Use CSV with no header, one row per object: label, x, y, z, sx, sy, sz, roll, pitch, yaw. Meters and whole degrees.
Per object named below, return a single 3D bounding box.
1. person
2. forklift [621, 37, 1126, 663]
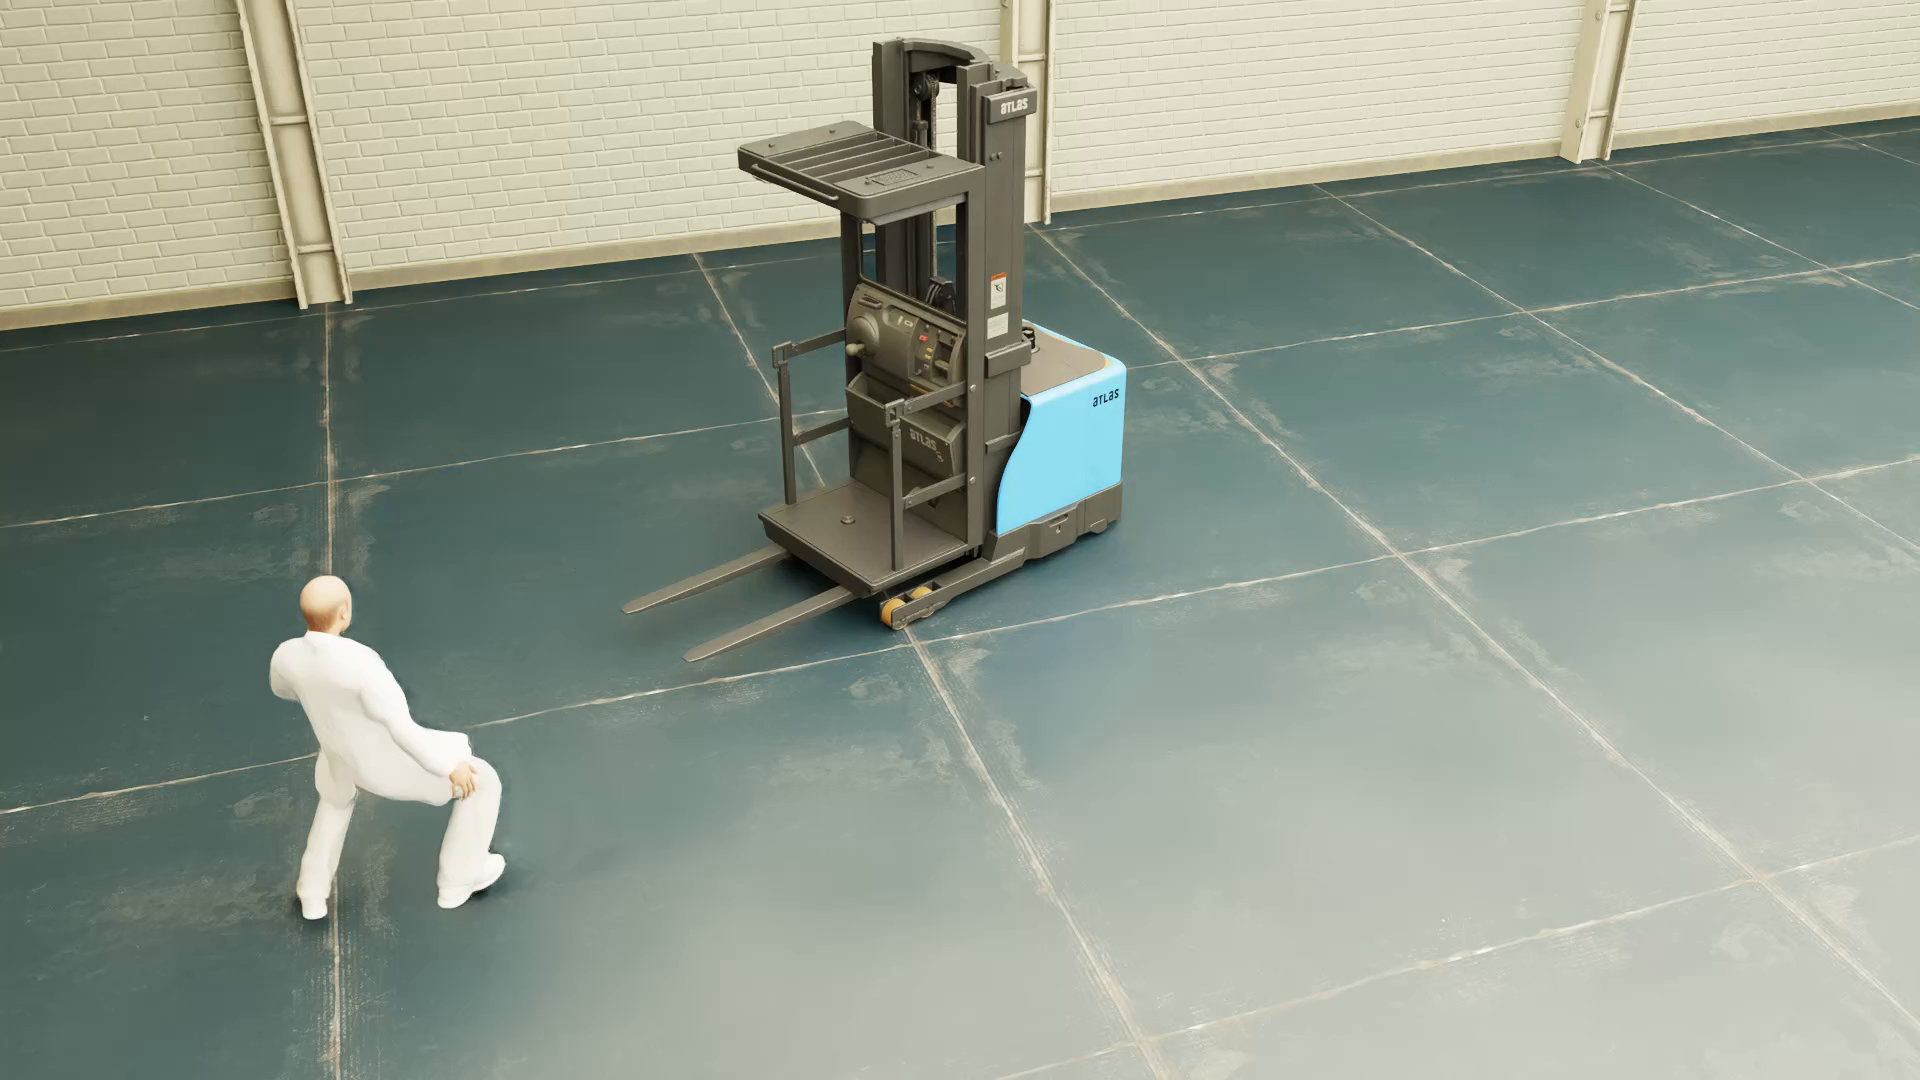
person,-2.468,0.843,6.910,1.000,1.608,0.697,15,33,24
forklift,-0.461,-1.072,8.951,3.031,2.935,1.130,-23,37,-34
